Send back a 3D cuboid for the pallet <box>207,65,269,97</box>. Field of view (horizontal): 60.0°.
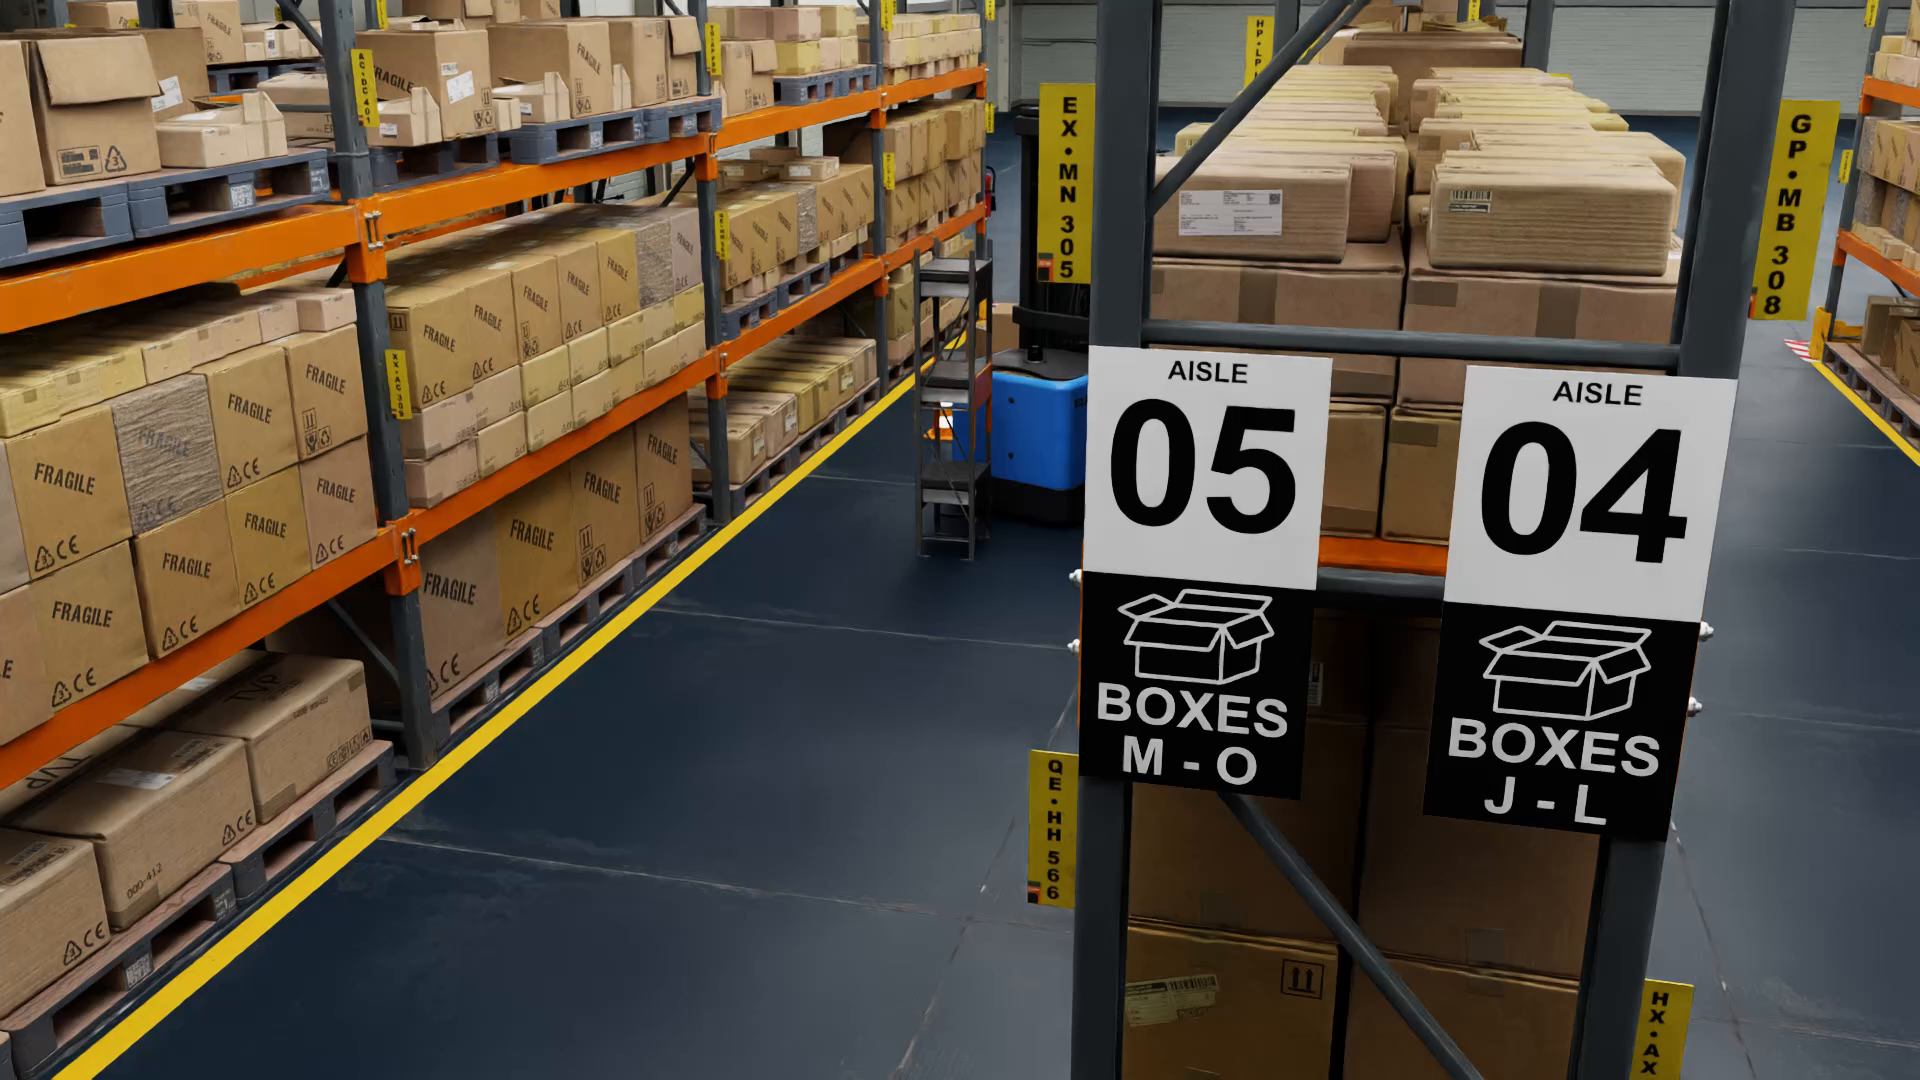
[{"bbox_3d":[-6.622,-3.860,13.998,1.003,0.211,1.213,6,20,16],"label":"pallet"}]

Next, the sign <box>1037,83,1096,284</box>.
[{"bbox_3d":[0.180,-0.590,2.764,0.100,0.325,0.005,5,19,13],"label":"sign"}]

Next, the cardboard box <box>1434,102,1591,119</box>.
[{"bbox_3d":[1.421,-1.043,4.302,0.380,0.149,0.250,5,20,15],"label":"cardboard box"}]

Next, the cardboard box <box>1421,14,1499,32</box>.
[{"bbox_3d":[2.710,-2.729,9.056,0.396,0.266,0.258,5,19,13],"label":"cardboard box"}]

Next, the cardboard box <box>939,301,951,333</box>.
[{"bbox_3d":[-0.396,-2.372,17.597,0.500,0.250,0.500,4,19,11],"label":"cardboard box"}]

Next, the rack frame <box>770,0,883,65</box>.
[{"bbox_3d":[-1.180,-5.661,14.339,1.000,3.000,0.127,5,19,13],"label":"rack frame"}]

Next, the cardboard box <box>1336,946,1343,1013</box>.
[{"bbox_3d":[0.704,0.788,4.124,0.500,0.500,0.500,4,19,12],"label":"cardboard box"}]

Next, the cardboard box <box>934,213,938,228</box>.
[{"bbox_3d":[-0.436,-3.258,16.973,0.380,0.149,0.250,5,19,13],"label":"cardboard box"}]

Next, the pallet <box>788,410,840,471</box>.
[{"bbox_3d":[-1.665,-0.875,13.921,1.003,0.211,1.213,5,19,13],"label":"pallet"}]

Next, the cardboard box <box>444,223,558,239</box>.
[{"bbox_3d":[-2.768,-1.636,10.135,0.500,0.500,0.500,5,20,15],"label":"cardboard box"}]

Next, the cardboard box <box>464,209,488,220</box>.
[{"bbox_3d":[-5.399,-3.702,17.730,0.500,0.500,0.500,4,19,13],"label":"cardboard box"}]

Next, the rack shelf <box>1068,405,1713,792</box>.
[{"bbox_3d":[1.201,-0.407,4.712,1.077,0.370,4.000,5,19,13],"label":"rack shelf"}]

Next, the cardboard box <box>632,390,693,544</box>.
[{"bbox_3d":[-2.407,-0.551,11.299,0.875,0.875,0.875,4,19,13],"label":"cardboard box"}]

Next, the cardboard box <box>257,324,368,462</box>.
[{"bbox_3d":[-2.982,-0.665,7.293,0.500,0.500,0.500,4,19,13],"label":"cardboard box"}]

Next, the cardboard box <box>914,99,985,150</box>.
[{"bbox_3d":[-0.116,-4.559,18.234,0.700,0.500,0.500,4,19,12],"label":"cardboard box"}]

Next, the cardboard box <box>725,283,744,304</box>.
[{"bbox_3d":[-1.796,-1.821,12.117,0.380,0.149,0.250,3,19,10],"label":"cardboard box"}]

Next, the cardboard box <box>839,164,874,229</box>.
[{"bbox_3d":[-1.070,-3.046,14.699,0.500,0.500,0.500,4,19,12],"label":"cardboard box"}]

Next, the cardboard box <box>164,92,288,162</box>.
[{"bbox_3d":[-2.980,-1.691,6.760,0.396,0.266,0.258,5,20,15],"label":"cardboard box"}]

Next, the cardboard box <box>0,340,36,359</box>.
[{"bbox_3d":[-3.727,-0.659,6.271,0.380,0.149,0.250,5,19,13],"label":"cardboard box"}]

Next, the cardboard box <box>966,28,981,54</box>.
[{"bbox_3d":[-0.066,-5.383,17.938,0.500,0.250,0.500,4,19,13],"label":"cardboard box"}]

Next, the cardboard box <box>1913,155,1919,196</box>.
[{"bbox_3d":[8.517,-3.177,14.186,0.500,0.500,0.500,5,19,13],"label":"cardboard box"}]

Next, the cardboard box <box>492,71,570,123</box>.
[{"bbox_3d":[-2.349,-2.414,9.032,0.396,0.266,0.258,6,20,18],"label":"cardboard box"}]

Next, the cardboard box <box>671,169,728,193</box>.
[{"bbox_3d":[-2.031,-2.797,12.967,0.380,0.149,0.250,4,19,11],"label":"cardboard box"}]

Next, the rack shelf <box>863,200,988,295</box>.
[{"bbox_3d":[-0.691,-3.108,17.260,1.077,0.370,4.000,5,19,13],"label":"rack shelf"}]

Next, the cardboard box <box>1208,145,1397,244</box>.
[{"bbox_3d":[0.644,-0.674,3.221,0.380,0.149,0.250,5,19,14],"label":"cardboard box"}]

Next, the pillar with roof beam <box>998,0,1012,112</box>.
[{"bbox_3d":[5.443,-16.221,45.257,9.100,9.000,0.400,5,19,13],"label":"pillar with roof beam"}]

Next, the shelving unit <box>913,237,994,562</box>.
[{"bbox_3d":[-0.040,-0.942,11.196,0.431,2.100,0.503,5,19,13],"label":"shelving unit"}]

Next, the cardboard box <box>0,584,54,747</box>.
[{"bbox_3d":[-3.478,0.446,5.588,0.500,0.500,0.500,5,19,13],"label":"cardboard box"}]

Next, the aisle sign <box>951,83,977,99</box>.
[{"bbox_3d":[0.094,-5.302,18.549,0.394,0.787,0.004,5,19,13],"label":"aisle sign"}]

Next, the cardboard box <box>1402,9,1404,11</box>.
[{"bbox_3d":[3.764,-4.688,15.097,0.500,0.250,0.500,4,19,13],"label":"cardboard box"}]

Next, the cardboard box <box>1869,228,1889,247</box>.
[{"bbox_3d":[8.910,-2.870,15.837,0.380,0.149,0.250,5,19,13],"label":"cardboard box"}]

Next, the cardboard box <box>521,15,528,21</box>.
[{"bbox_3d":[-4.987,-5.705,18.513,0.396,0.266,0.258,5,19,14],"label":"cardboard box"}]

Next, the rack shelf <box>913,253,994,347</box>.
[{"bbox_3d":[-0.040,-1.591,10.974,0.431,0.518,0.480,5,19,13],"label":"rack shelf"}]

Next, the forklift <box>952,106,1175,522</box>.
[{"bbox_3d":[1.191,-1.928,12.798,1.130,2.935,3.031,13,23,33],"label":"forklift"}]

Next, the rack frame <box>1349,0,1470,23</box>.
[{"bbox_3d":[3.645,-5.302,13.287,1.000,3.000,0.127,5,19,13],"label":"rack frame"}]

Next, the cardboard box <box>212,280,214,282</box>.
[{"bbox_3d":[-6.498,-2.165,13.617,0.500,0.250,0.500,4,19,12],"label":"cardboard box"}]

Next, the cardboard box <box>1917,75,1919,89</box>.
[{"bbox_3d":[8.672,-4.030,14.438,0.500,0.250,0.500,5,20,15],"label":"cardboard box"}]

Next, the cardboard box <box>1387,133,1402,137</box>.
[{"bbox_3d":[1.077,-1.096,5.073,0.500,0.250,0.500,5,19,14],"label":"cardboard box"}]

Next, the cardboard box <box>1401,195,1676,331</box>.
[{"bbox_3d":[1.199,-0.567,3.526,0.500,0.250,0.500,4,19,13],"label":"cardboard box"}]

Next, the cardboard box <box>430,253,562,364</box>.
[{"bbox_3d":[-2.526,-1.269,9.060,0.500,0.500,0.500,4,19,12],"label":"cardboard box"}]

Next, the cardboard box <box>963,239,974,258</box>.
[{"bbox_3d":[-0.146,-3.056,18.439,0.500,0.500,0.500,5,19,14],"label":"cardboard box"}]

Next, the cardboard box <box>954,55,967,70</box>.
[{"bbox_3d":[-0.146,-5.081,17.671,0.380,0.149,0.250,5,20,15],"label":"cardboard box"}]

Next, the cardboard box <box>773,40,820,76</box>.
[{"bbox_3d":[-1.436,-3.857,13.280,0.500,0.250,0.500,5,19,14],"label":"cardboard box"}]

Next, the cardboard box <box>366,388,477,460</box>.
[{"bbox_3d":[-2.754,-0.596,8.249,0.500,0.250,0.500,4,19,12],"label":"cardboard box"}]

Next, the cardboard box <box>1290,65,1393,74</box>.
[{"bbox_3d":[1.384,-1.657,6.099,0.380,0.149,0.250,4,19,12],"label":"cardboard box"}]

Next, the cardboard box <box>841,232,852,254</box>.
[{"bbox_3d":[-1.148,-2.554,14.262,0.380,0.149,0.250,4,19,12],"label":"cardboard box"}]

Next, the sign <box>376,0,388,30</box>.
[{"bbox_3d":[-5.466,-4.986,15.717,0.100,0.325,0.005,5,19,13],"label":"sign"}]

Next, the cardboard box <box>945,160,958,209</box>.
[{"bbox_3d":[-0.321,-3.759,17.436,0.500,0.500,0.500,5,19,13],"label":"cardboard box"}]

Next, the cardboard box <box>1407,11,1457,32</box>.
[{"bbox_3d":[4.036,-4.329,14.048,0.500,0.250,0.500,5,19,14],"label":"cardboard box"}]

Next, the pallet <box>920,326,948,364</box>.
[{"bbox_3d":[-0.754,-2.099,17.507,1.003,0.211,1.213,5,19,13],"label":"pallet"}]
